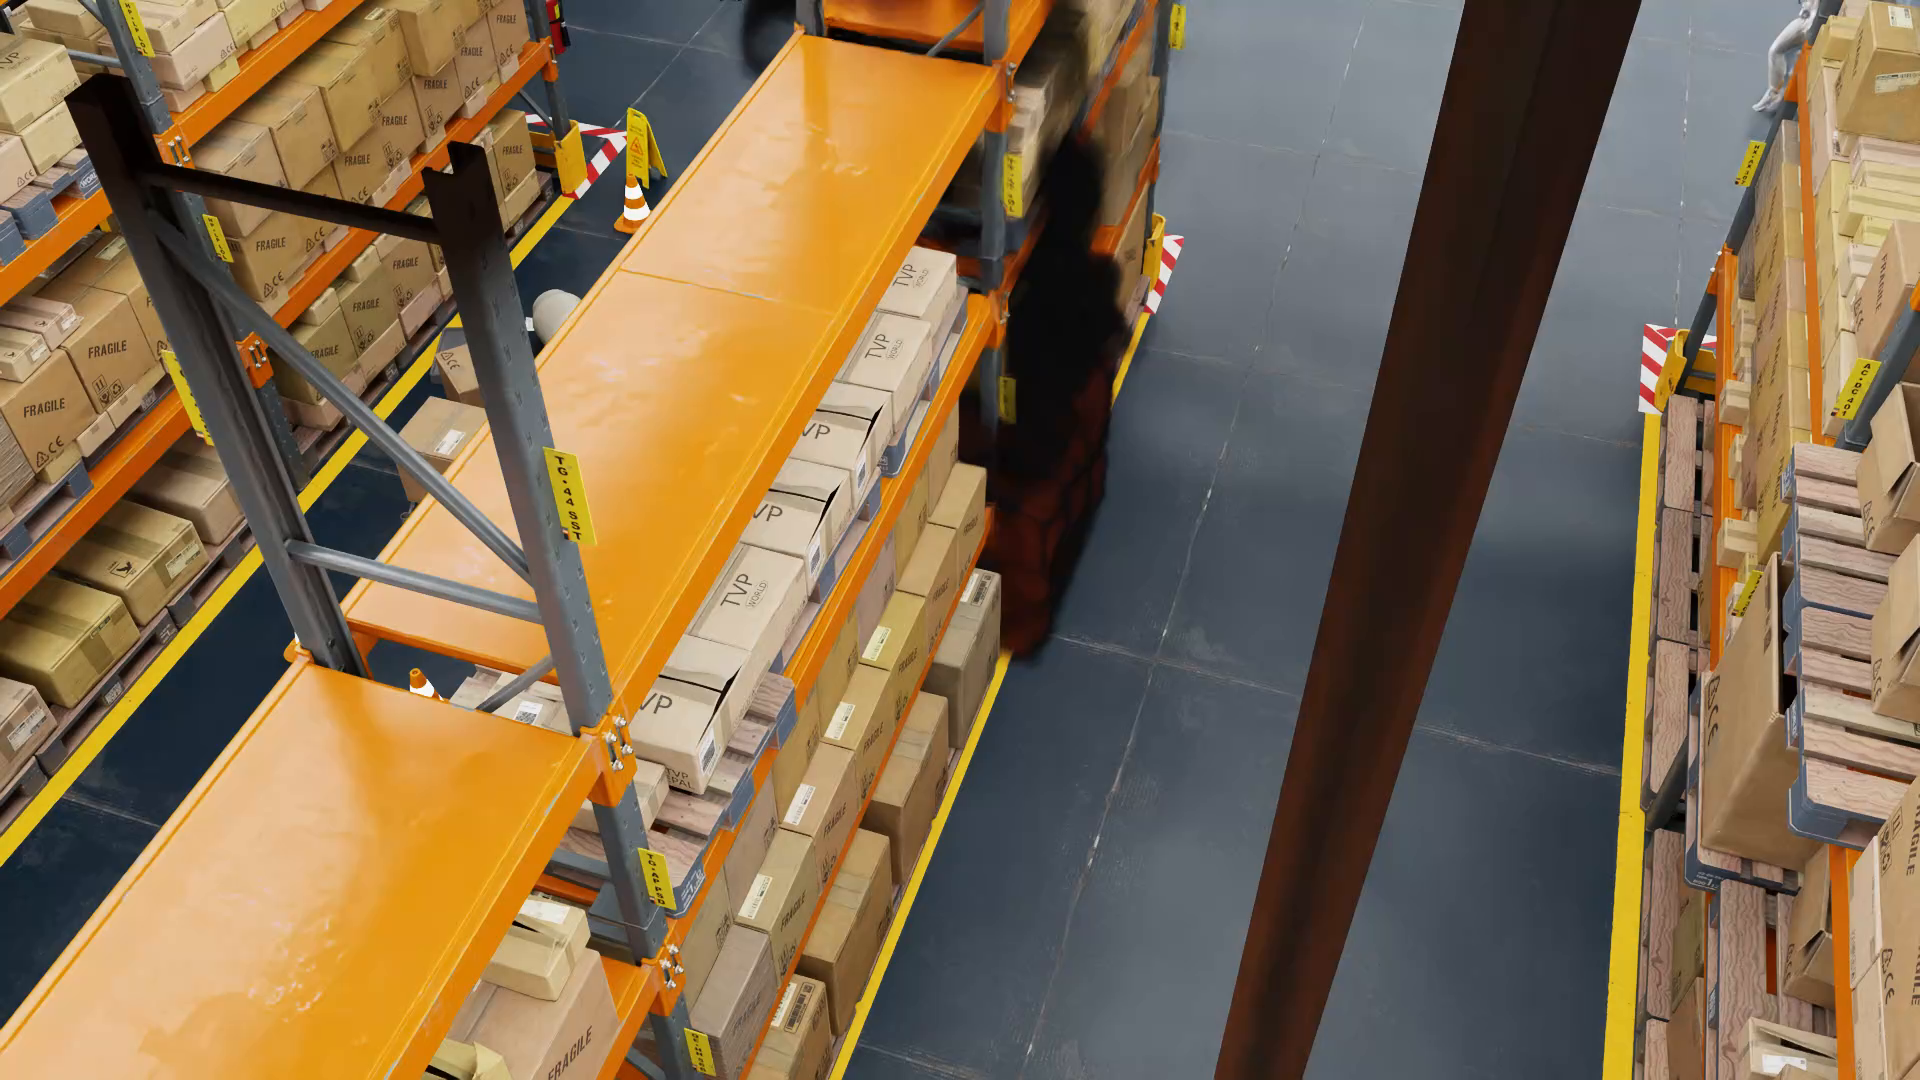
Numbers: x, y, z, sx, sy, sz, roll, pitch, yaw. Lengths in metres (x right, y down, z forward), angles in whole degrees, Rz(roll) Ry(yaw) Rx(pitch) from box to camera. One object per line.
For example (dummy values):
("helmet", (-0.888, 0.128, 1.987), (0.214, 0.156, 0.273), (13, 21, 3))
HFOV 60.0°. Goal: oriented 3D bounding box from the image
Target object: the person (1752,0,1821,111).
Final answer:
("person", (7.339, -4.423, 14.306), (0.632, 1.759, 0.721), (-31, 53, -27))
